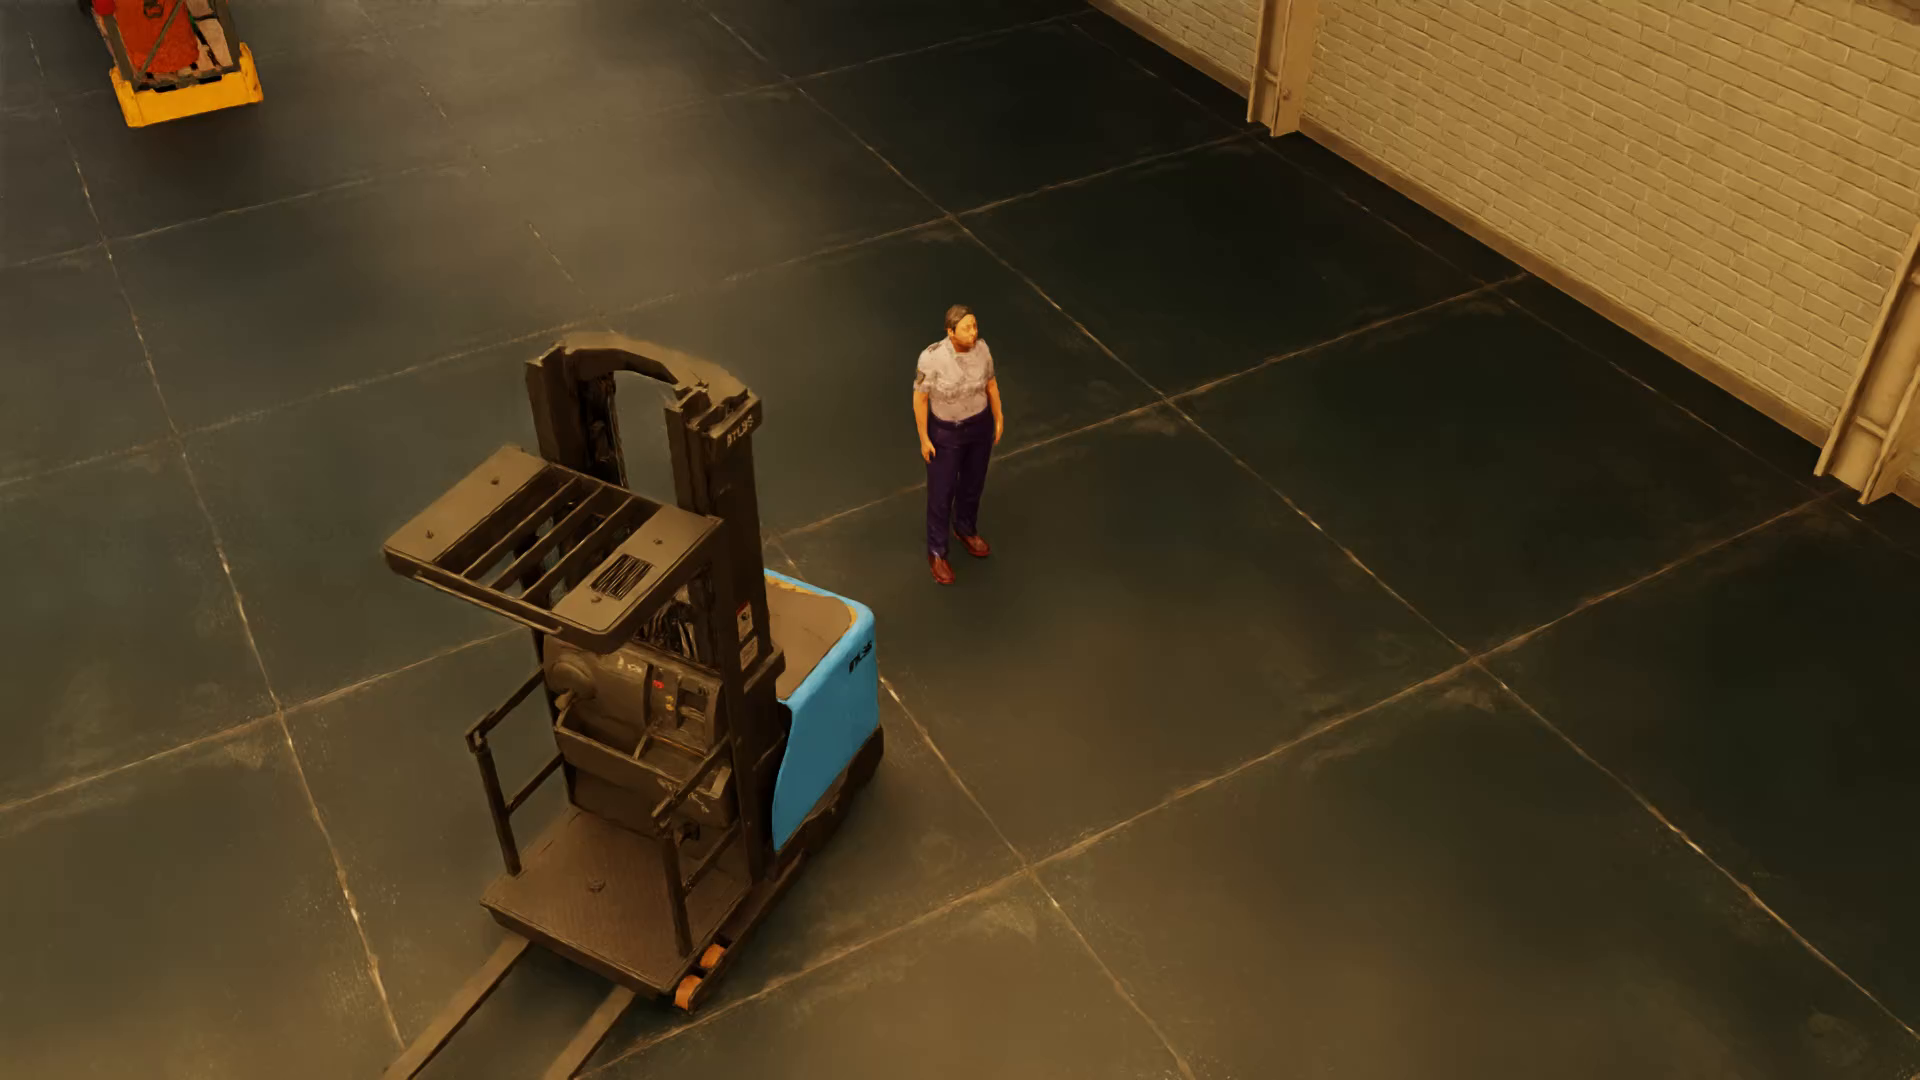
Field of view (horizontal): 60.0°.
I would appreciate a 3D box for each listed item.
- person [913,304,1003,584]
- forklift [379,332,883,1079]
[{"bbox_3d":[0.025,-0.583,9.733,0.599,1.650,0.502,-20,44,-23],"label":"person"},{"bbox_3d":[-1.548,0.718,7.171,1.130,2.935,3.031,19,43,21],"label":"forklift"}]
